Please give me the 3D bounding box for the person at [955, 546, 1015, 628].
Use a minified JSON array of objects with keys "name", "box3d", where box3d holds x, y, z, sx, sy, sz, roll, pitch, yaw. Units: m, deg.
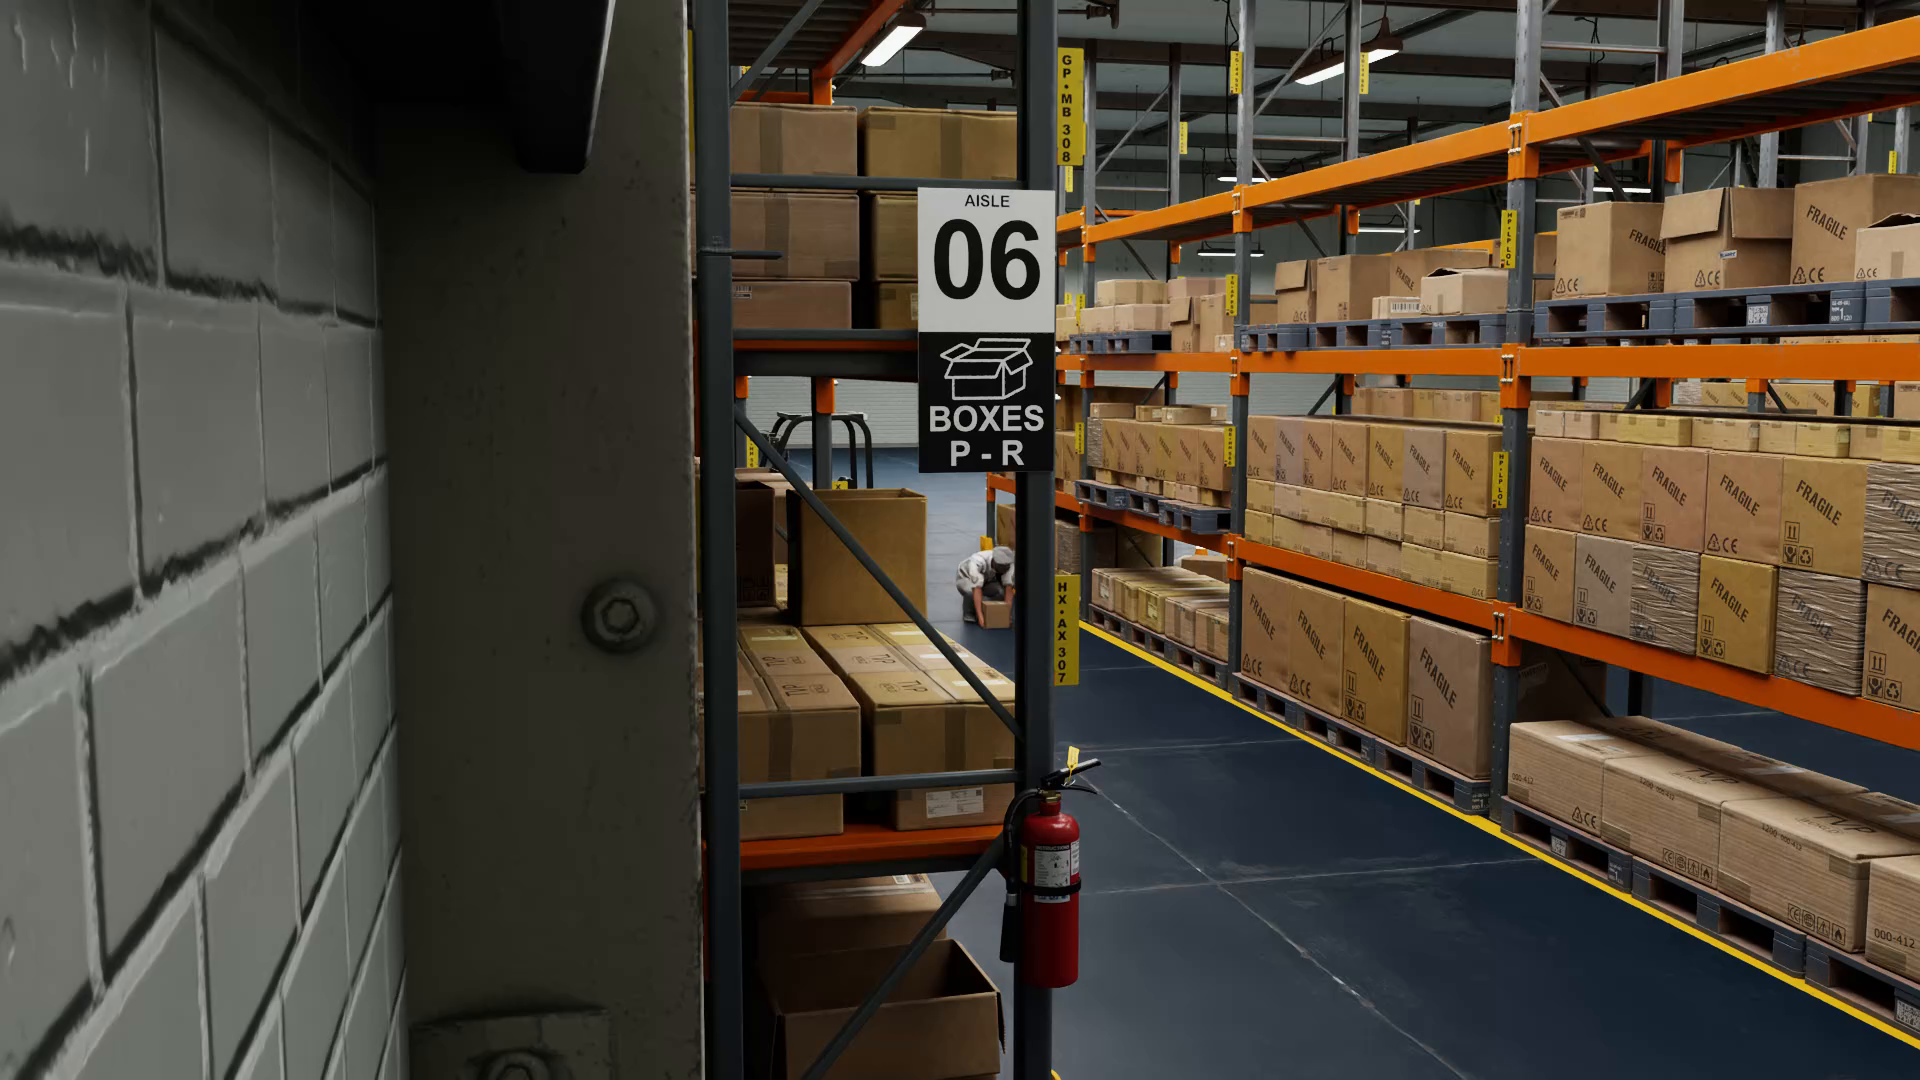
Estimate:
[{"name":"person","box3d":[0.281,0.478,17.488,0.539,0.899,0.976,-2,6,-18]}]
